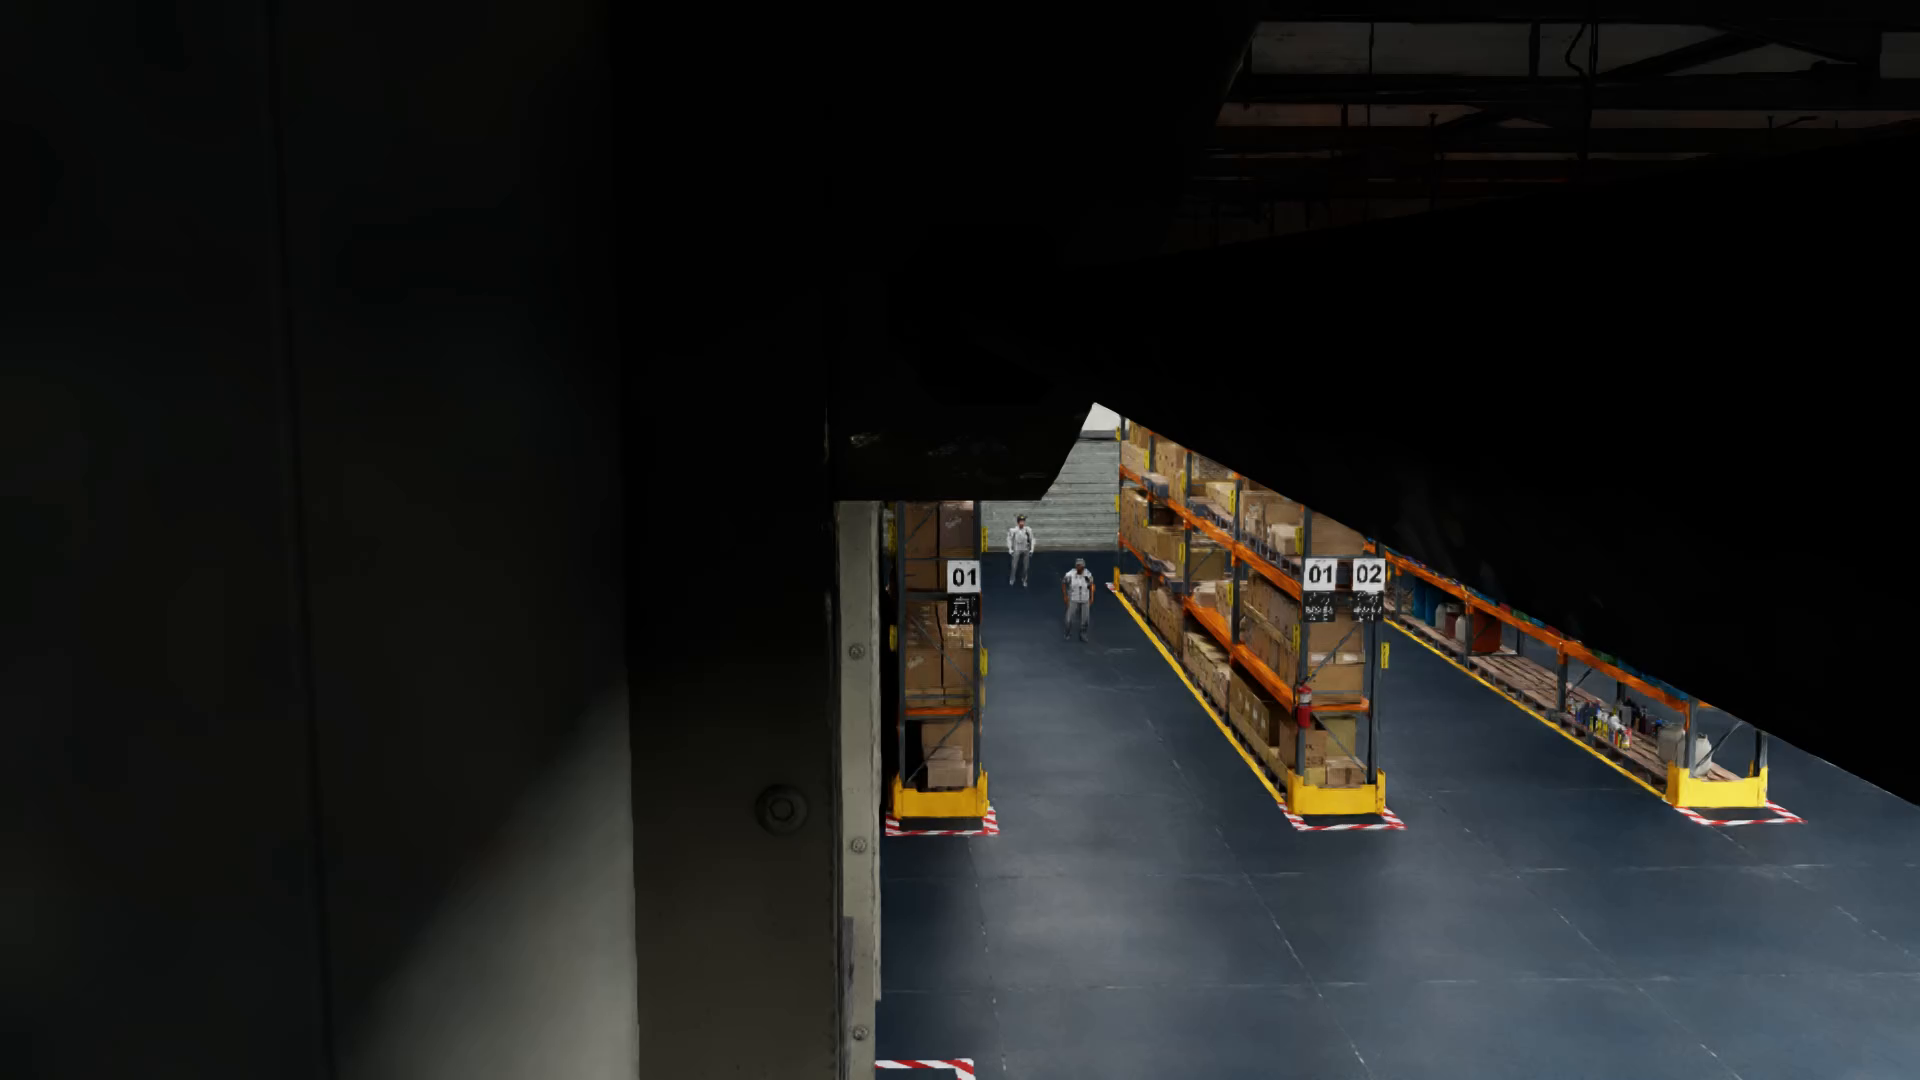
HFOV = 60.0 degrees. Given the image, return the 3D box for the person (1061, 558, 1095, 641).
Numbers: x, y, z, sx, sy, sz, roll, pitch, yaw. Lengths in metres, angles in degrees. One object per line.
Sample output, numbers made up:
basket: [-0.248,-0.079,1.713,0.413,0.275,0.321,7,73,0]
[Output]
person: [2.195,1.108,30.886,0.625,1.607,0.582,-1,8,-5]

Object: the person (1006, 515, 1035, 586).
person: [1.346,0.225,36.906,0.639,1.632,0.506,-1,8,-5]
